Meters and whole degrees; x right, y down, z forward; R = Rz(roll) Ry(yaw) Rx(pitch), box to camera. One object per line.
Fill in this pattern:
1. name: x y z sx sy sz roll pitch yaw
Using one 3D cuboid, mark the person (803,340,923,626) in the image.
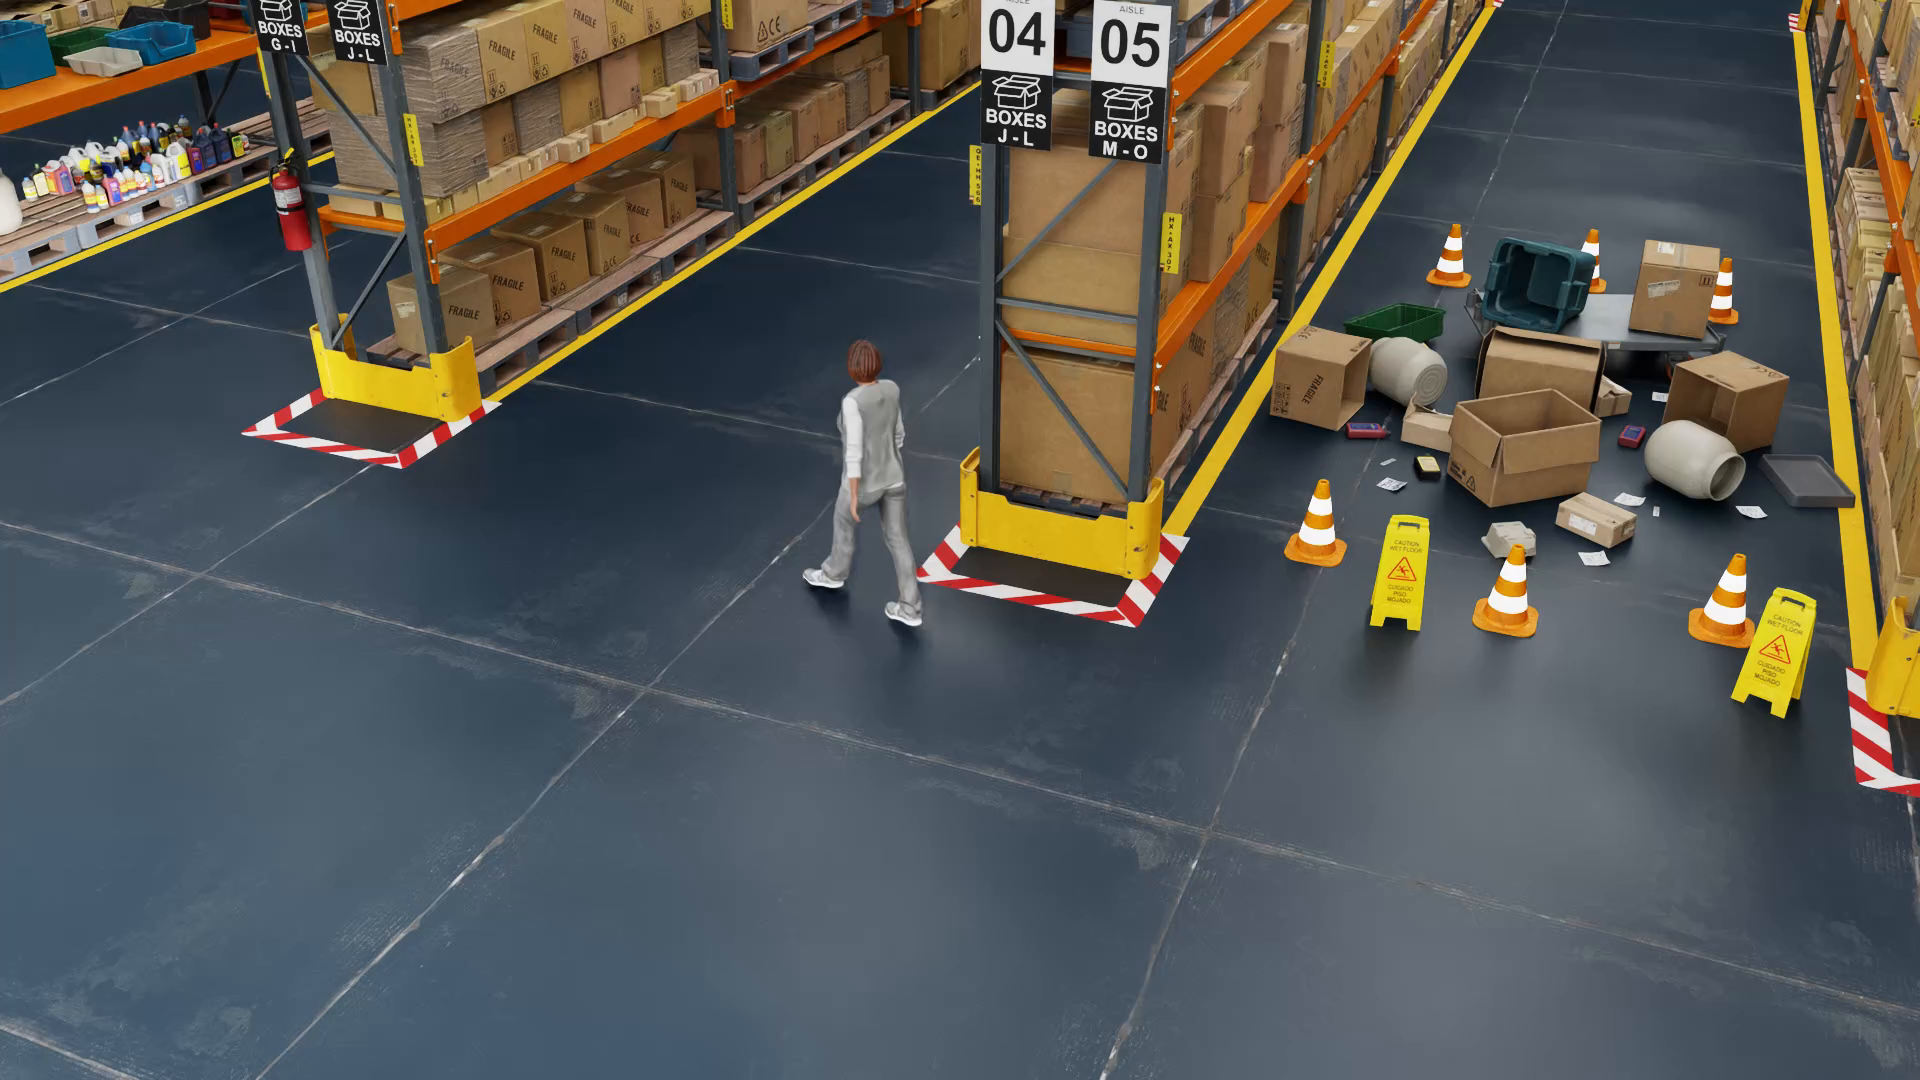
1. person: -0.492 -0.338 8.966 0.469 1.545 0.870 -21 36 -32
